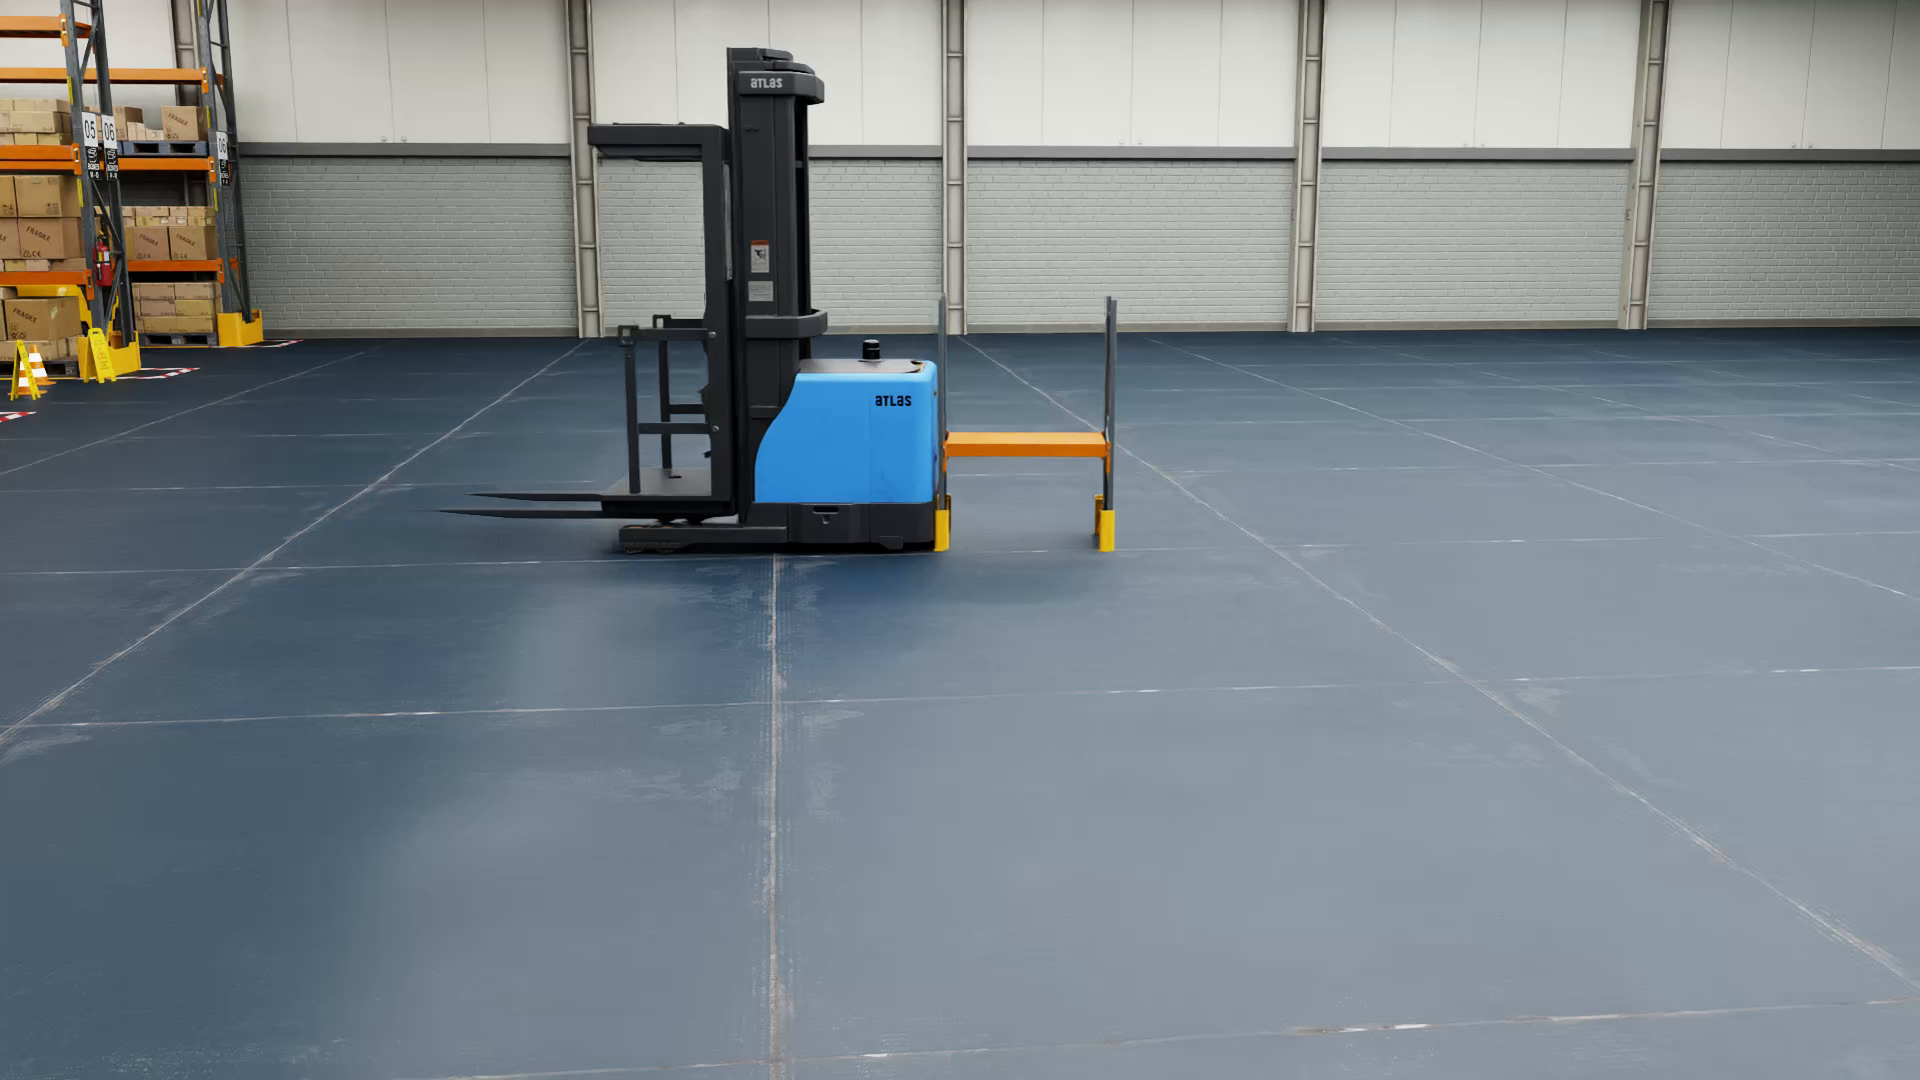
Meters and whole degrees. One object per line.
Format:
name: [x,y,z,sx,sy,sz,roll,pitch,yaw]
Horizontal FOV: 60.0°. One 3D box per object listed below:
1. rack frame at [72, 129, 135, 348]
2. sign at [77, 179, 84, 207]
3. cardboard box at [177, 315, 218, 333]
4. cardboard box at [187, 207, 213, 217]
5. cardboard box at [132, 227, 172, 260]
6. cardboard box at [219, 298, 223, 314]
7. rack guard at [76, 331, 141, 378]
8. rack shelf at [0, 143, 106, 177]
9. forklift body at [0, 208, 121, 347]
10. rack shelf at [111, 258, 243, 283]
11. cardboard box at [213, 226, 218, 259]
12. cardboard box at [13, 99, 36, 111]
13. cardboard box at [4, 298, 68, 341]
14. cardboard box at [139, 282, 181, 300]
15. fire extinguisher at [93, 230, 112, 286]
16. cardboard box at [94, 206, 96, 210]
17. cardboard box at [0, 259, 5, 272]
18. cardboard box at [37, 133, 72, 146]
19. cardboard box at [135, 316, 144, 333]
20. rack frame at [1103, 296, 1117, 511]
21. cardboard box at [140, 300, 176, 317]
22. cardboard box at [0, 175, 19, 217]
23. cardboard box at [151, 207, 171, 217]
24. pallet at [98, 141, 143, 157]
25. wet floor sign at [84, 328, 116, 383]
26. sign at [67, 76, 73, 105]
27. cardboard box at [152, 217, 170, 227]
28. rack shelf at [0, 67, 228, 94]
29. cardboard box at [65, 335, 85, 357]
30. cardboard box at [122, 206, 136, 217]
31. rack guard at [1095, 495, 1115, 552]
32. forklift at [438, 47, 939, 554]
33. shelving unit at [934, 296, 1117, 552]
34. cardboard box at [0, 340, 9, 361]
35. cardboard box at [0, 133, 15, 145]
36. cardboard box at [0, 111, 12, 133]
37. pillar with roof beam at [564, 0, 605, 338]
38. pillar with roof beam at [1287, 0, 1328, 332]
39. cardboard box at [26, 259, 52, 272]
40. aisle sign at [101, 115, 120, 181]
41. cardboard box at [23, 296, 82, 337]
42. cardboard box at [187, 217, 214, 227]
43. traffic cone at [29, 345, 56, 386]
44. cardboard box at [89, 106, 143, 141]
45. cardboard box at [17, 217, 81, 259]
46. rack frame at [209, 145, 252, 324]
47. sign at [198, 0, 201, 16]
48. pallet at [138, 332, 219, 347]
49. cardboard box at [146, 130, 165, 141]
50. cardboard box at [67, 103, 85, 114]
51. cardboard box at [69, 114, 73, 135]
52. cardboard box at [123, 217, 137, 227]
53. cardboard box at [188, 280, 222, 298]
rack frame: [-10.695,-3.585,20.826,0.127,3.000,1.000,-1,11,-6]
sign: [-10.655,-4.201,20.140,0.005,0.325,0.100,-1,11,-6]
cardboard box: [-11.668,-3.323,25.534,0.500,0.250,0.500,-1,11,-6]
cardboard box: [-11.568,-5.002,25.323,0.250,0.149,0.380,-1,11,-6]
cardboard box: [-12.212,-4.516,25.304,0.500,0.500,0.500,-1,11,-4]
cardboard box: [-11.725,-3.669,25.997,0.500,0.250,0.500,-1,11,-5]
rack guard: [-10.770,-2.357,21.059,0.348,0.500,1.175,-1,11,-6]
rack shelf: [-12.683,-4.662,20.394,4.000,0.370,1.077,-1,11,-6]
forklift body: [-12.923,-3.731,23.769,1.214,2.155,2.313,-1,11,-6]
rack shelf: [-13.223,-4.142,25.525,4.000,0.370,1.077,-1,11,-6]
cardboard box: [-11.757,-4.629,25.876,0.500,0.500,0.500,-1,11,-4]
cardboard box: [-11.260,-5.263,20.170,0.250,0.149,0.380,-1,11,-5]
cardboard box: [-11.463,-2.743,20.639,0.500,0.500,0.500,-1,11,-6]
cardboard box: [-12.166,-3.803,25.383,0.500,0.250,0.500,-1,11,-5]
fire extinguisher: [-10.531,-3.461,20.396,0.183,0.674,0.296,-1,11,-6]
cardboard box: [-13.092,-4.969,25.155,0.250,0.149,0.380,-1,11,-5]
cardboard box: [-11.793,-3.374,20.404,0.250,0.149,0.380,-1,11,-5]
cardboard box: [-11.019,-4.872,20.250,0.250,0.149,0.380,-1,11,-6]
cardboard box: [-12.661,-3.306,25.447,0.500,0.250,0.500,-1,11,-5]
rack frame: [0.910,-0.720,10.141,0.032,1.500,0.500,0,11,1]
cardboard box: [-12.185,-3.560,25.445,0.500,0.250,0.500,-1,11,-7]
cardboard box: [-11.683,-4.209,20.378,0.500,0.500,0.700,-1,11,-6]
cardboard box: [-12.067,-4.980,25.213,0.250,0.149,0.380,-1,11,-5]
pallet: [-13.156,-5.929,25.205,1.213,0.211,1.003,-1,11,-6]
wet floor sign: [-10.390,-2.228,20.029,0.232,0.644,0.267,3,11,14]
sign: [-10.655,-5.384,19.908,0.005,0.325,0.100,-1,11,-6]
cardboard box: [-12.065,-4.838,25.261,0.250,0.149,0.380,-1,11,-5]
rack shelf: [-13.223,-6.889,24.985,4.000,0.370,1.077,-1,11,-6]
cardboard box: [-11.527,-2.478,21.235,0.500,0.250,0.500,-1,11,-7]
cardboard box: [-12.570,-4.963,25.123,0.250,0.149,0.380,-1,11,-5]
rack guard: [0.891,-0.107,10.262,0.087,0.250,0.587,0,11,1]
forklift: [-1.661,-1.457,10.182,3.031,2.935,1.130,0,11,1]
shelving unit: [0.393,-0.722,10.153,1.083,1.500,0.587,0,11,1]
cardboard box: [-11.985,-2.364,20.655,0.500,0.250,0.500,-1,11,-6]
cardboard box: [-11.531,-4.862,20.197,0.250,0.149,0.380,-1,11,-4]
cardboard box: [-11.676,-5.059,20.166,0.500,0.250,0.500,-1,11,-7]
pillar with roof beam: [-5.594,-6.938,22.331,0.400,9.000,9.100,-1,11,-6]
pillar with roof beam: [6.335,-7.188,23.602,0.400,9.000,9.100,-1,11,-6]
cardboard box: [-11.283,-3.386,20.467,0.250,0.149,0.380,-1,11,-7]
aisle sign: [-10.667,-4.921,20.884,0.004,0.787,0.394,-1,11,-6]
cardboard box: [-11.550,-2.845,21.160,0.500,0.500,0.500,-2,11,-8]
cardboard box: [-11.549,-4.843,25.285,0.250,0.149,0.380,-1,11,-5]
traffic cone: [-10.983,-2.084,19.767,0.334,0.463,0.336,-1,11,-6]
cardboard box: [-12.677,-6.254,25.023,0.500,0.500,0.700,-1,11,-6]
cardboard box: [-11.205,-3.716,20.461,0.500,0.500,0.500,-1,11,-7]
rack frame: [-11.235,-4.537,25.668,0.127,3.000,1.000,-1,11,-6]
sign: [-11.190,-7.873,24.460,0.005,0.325,0.100,-1,11,-6]
pallet: [-11.990,-3.144,25.815,1.213,0.211,1.003,-1,11,-6]
cardboard box: [-12.026,-6.065,24.968,0.250,0.149,0.380,-2,11,-8]
cardboard box: [-11.070,-5.356,20.645,0.250,0.149,0.380,-1,11,-6]
cardboard box: [-11.224,-5.169,20.729,0.500,0.250,0.500,-1,11,-7]
cardboard box: [-12.573,-4.821,25.172,0.250,0.149,0.380,-2,11,-8]
cardboard box: [-11.733,-3.910,25.930,0.500,0.250,0.500,-1,11,-7]
